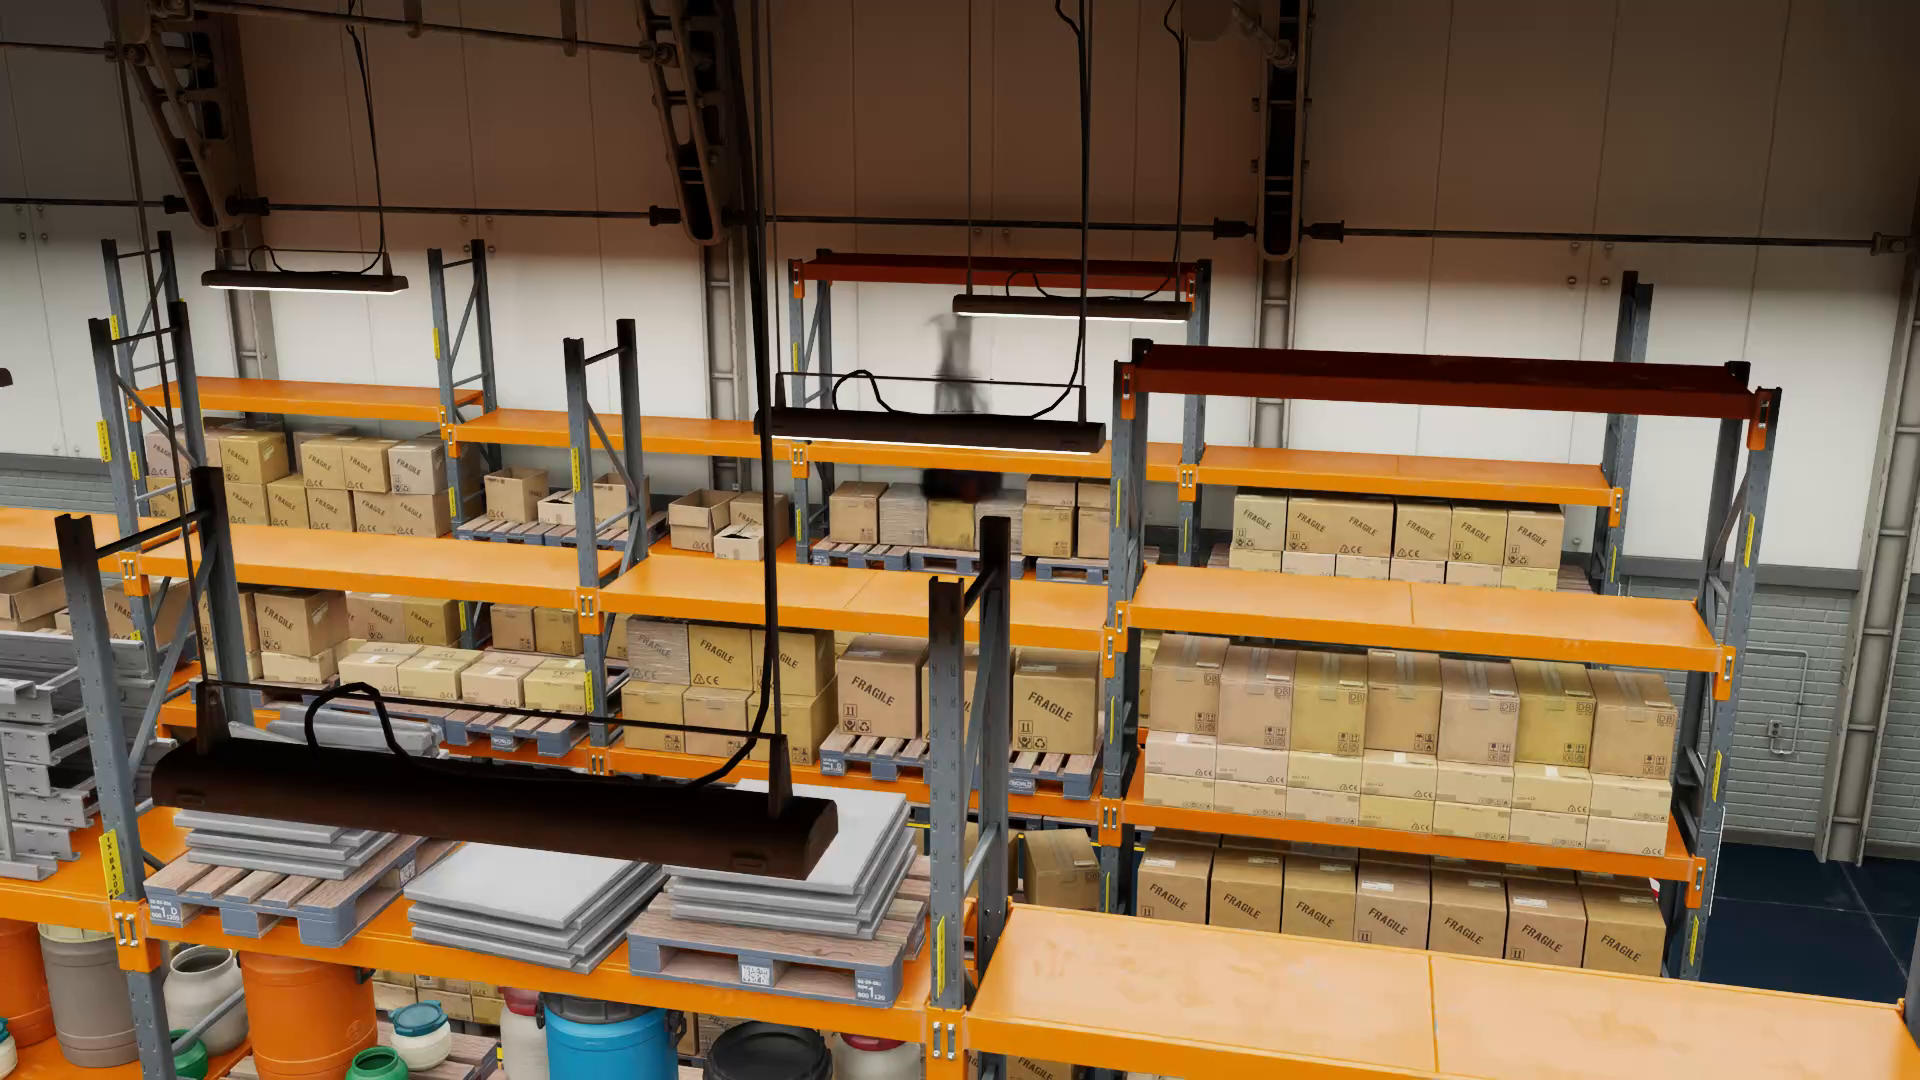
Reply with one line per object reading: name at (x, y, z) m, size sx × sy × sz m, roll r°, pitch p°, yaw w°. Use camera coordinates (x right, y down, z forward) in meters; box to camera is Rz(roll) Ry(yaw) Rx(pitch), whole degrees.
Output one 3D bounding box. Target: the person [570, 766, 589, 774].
person at (-3.650, 2.383, 16.277) m, size 0.350 × 0.589 × 0.534 m, roll 3°, pitch 17°, yaw 9°
